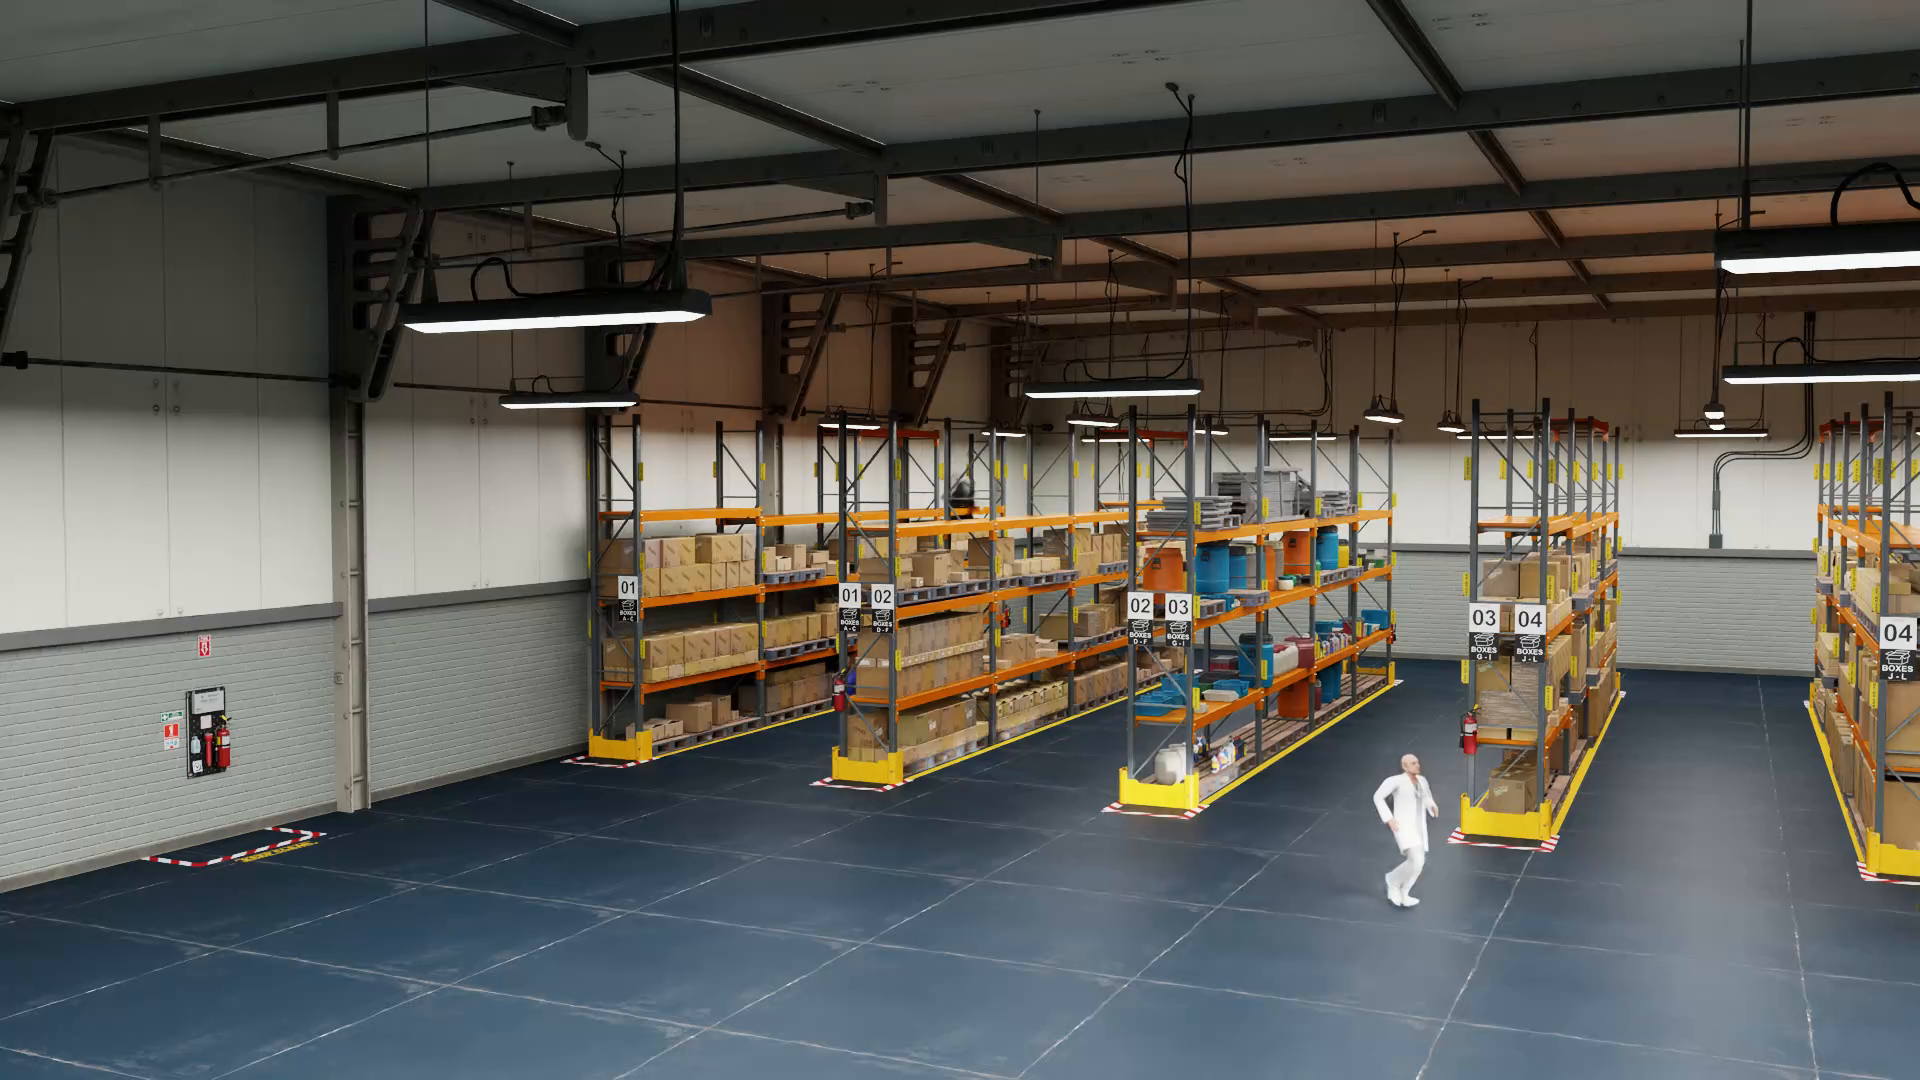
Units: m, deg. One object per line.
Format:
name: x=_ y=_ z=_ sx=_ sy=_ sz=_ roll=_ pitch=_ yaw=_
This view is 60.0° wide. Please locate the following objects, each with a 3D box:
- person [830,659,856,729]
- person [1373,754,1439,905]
person: x=-2.036 y=2.946 z=29.774 sx=0.588 sy=1.633 sz=0.893 roll=1 pitch=2 yaw=14
person: x=5.174 y=3.353 z=19.058 sx=0.765 sy=1.709 sz=0.609 roll=-1 pitch=3 yaw=-31
